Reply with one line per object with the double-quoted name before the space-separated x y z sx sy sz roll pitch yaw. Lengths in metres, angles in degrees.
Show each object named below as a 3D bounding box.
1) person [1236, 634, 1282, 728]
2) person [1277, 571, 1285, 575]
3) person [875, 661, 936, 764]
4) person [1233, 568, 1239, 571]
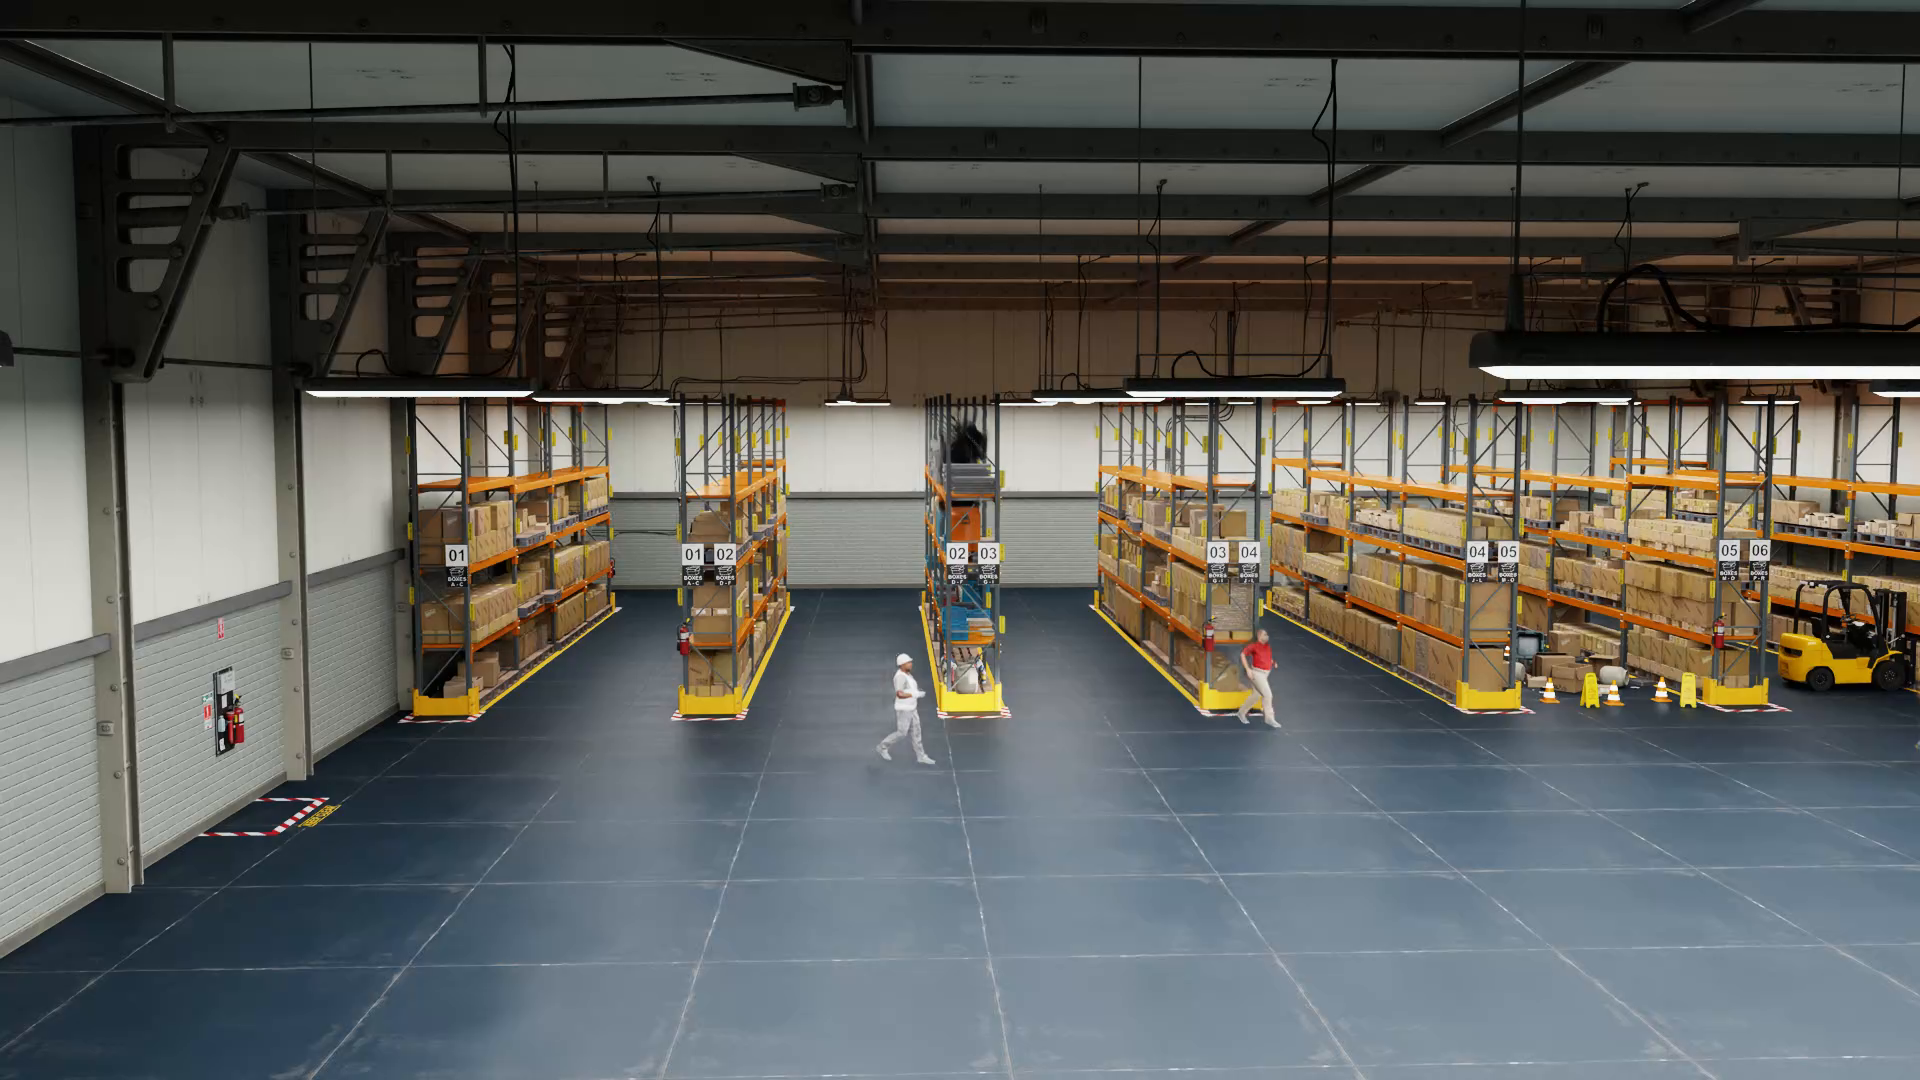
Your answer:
"person" 5.427 2.504 29.957 0.910 1.648 0.412 3 6 35
"person" 9.675 1.022 49.205 0.546 1.620 0.650 -2 5 -22
"person" -0.865 2.722 26.576 0.982 1.739 0.681 1 5 12
"person" 7.665 1.243 46.613 0.629 1.588 0.555 0 5 1
